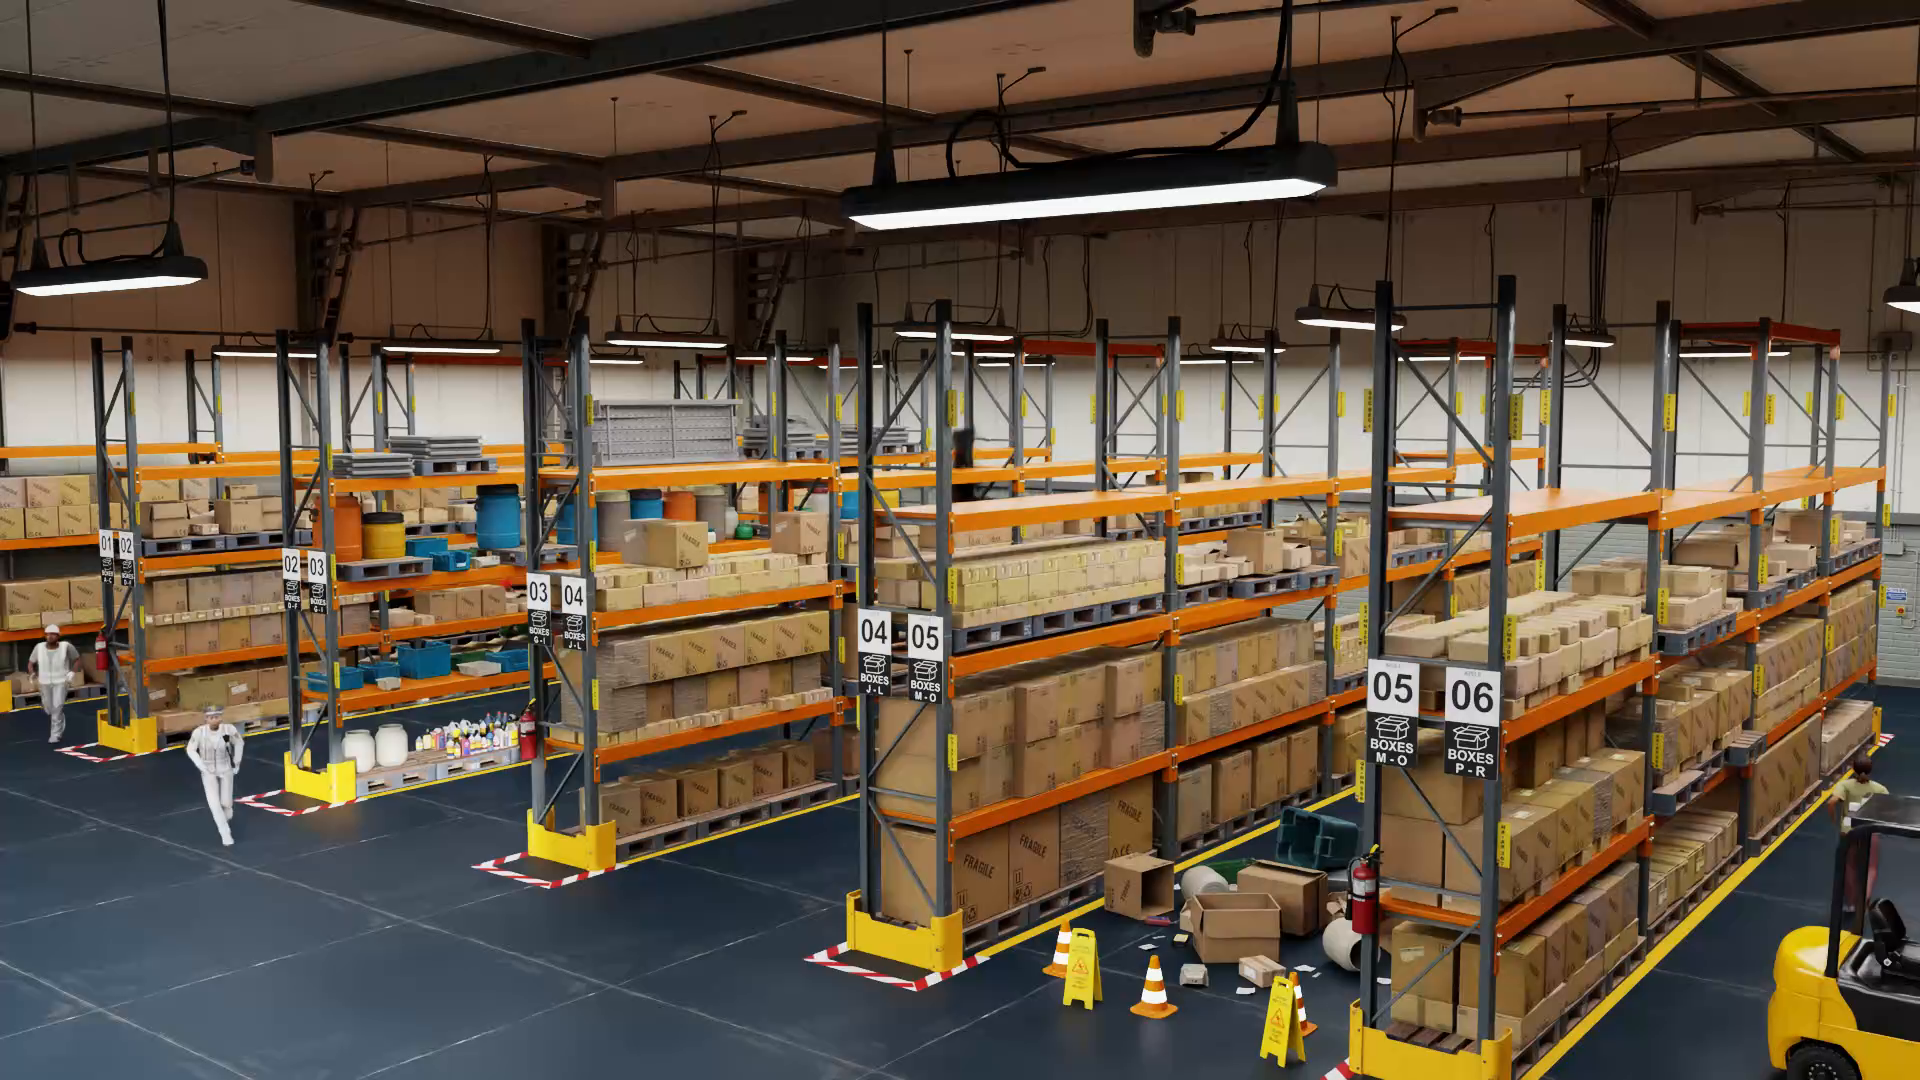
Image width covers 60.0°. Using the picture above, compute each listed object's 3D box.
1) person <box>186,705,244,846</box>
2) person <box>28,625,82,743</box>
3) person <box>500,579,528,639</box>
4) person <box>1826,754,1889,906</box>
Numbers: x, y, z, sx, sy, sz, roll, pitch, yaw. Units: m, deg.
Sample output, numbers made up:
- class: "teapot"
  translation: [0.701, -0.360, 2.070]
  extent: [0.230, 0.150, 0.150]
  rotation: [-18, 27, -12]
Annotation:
- class: "person"
  translation: [-8.646, 2.682, 19.345]
  extent: [0.604, 1.640, 0.761]
  rotation: [-2, 5, -19]
- class: "person"
  translation: [-13.556, 2.128, 24.918]
  extent: [0.698, 1.750, 0.848]
  rotation: [-1, 5, -13]
- class: "person"
  translation: [-8.658, 1.544, 32.272]
  extent: [0.714, 1.651, 0.965]
  rotation: [2, 5, 22]
- class: "person"
  translation: [8.837, 2.879, 16.339]
  extent: [0.575, 1.576, 0.729]
  rotation: [3, 6, 33]
